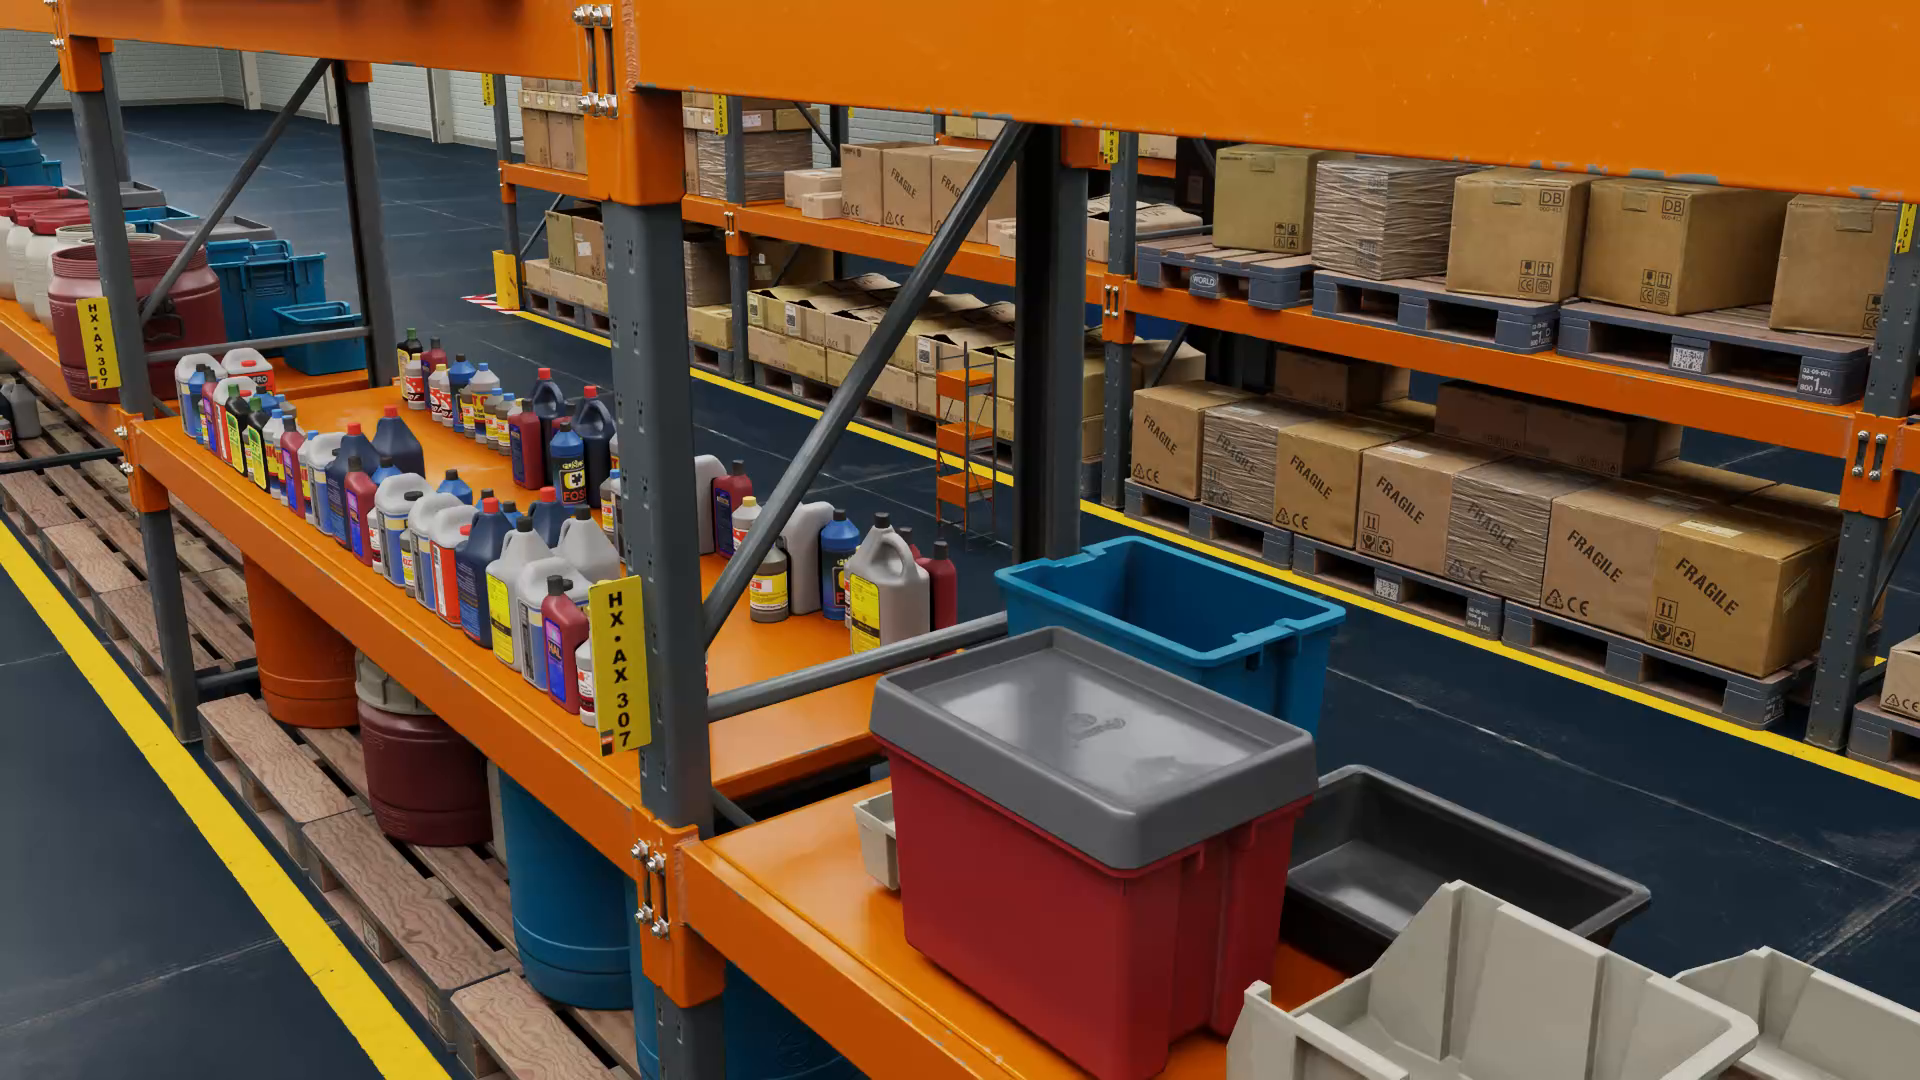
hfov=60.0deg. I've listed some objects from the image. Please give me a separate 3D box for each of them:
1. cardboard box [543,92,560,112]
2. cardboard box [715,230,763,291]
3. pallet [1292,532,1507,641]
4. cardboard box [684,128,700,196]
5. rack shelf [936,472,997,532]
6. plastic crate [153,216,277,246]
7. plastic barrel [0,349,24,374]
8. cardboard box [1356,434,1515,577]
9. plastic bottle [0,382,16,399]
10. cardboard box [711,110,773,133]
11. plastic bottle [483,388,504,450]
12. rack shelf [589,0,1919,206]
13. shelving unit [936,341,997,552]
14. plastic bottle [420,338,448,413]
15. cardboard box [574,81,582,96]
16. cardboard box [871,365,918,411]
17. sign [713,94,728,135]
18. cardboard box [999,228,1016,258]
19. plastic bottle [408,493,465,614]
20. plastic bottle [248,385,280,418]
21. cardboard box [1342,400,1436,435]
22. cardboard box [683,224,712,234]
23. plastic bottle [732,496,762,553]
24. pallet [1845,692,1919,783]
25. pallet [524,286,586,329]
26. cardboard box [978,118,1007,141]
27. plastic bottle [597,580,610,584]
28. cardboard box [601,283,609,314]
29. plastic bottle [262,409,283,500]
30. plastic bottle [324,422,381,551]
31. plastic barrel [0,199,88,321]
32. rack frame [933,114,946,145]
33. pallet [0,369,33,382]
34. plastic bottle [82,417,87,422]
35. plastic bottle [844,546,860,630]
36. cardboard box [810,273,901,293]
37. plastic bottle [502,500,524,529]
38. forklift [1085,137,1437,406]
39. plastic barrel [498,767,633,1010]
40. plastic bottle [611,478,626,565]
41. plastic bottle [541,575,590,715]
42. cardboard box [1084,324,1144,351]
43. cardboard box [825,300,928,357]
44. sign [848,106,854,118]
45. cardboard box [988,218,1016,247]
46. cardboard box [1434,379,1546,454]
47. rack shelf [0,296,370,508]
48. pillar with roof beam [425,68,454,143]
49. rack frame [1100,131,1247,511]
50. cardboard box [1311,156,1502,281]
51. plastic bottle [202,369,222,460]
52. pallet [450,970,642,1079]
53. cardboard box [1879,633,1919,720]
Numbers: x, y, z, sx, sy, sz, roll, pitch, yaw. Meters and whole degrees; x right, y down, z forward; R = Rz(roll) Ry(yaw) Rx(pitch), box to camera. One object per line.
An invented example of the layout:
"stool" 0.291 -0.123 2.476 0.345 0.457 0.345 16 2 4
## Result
"cardboard box" -3.344 -3.762 14.262 0.380 0.149 0.250 -14 23 -36
"cardboard box" -1.614 -2.233 13.349 0.500 0.500 0.500 -14 23 -36
"pallet" 2.416 0.115 8.180 1.003 0.211 1.213 -14 23 -36
"cardboard box" -1.868 -2.971 12.903 0.700 0.500 0.500 -14 23 -37
"rack shelf" 0.033 -0.211 8.748 0.215 0.259 0.240 -14 23 -36
"plastic crate" -3.420 -1.223 7.683 0.402 0.464 0.583 -14 23 -36
"plastic barrel" -6.844 -1.454 11.771 0.421 0.512 0.421 0 18 0
"cardboard box" 2.252 -0.175 7.896 0.500 0.500 0.500 -15 23 -38
"plastic bottle" -5.785 -0.821 10.204 0.152 0.276 0.135 -14 23 -36
"cardboard box" -1.592 -3.067 12.162 0.380 0.149 0.250 -14 23 -36
"plastic bottle" -1.568 -0.415 5.661 0.097 0.201 0.097 0 18 0
"rack shelf" 1.069 -0.339 1.487 1.077 0.370 4.000 -14 23 -36
"shelving unit" 0.033 -0.485 8.658 0.215 1.050 0.252 -14 23 -36
"plastic bottle" -1.928 -0.606 6.107 0.061 0.283 0.133 -14 23 -36
"cardboard box" -2.782 -3.952 13.803 0.700 0.500 0.500 -14 23 -36
"cardboard box" -0.244 -1.054 10.979 0.500 0.250 0.500 -13 23 -35
"sign" -1.689 -3.026 11.727 0.100 0.325 0.005 -14 23 -36
"cardboard box" 0.453 -1.749 9.773 0.380 0.149 0.250 -14 23 -36
"plastic bottle" -1.295 0.028 4.203 0.152 0.276 0.135 -14 23 -36
"plastic bottle" -2.256 -0.368 5.407 0.097 0.271 0.097 0 18 0
"cardboard box" 2.314 -0.411 8.608 0.500 0.500 0.500 -15 24 -38
"cardboard box" -2.329 -2.256 13.417 0.500 0.500 0.500 -14 23 -36
"plastic bottle" -0.561 -0.015 4.453 0.097 0.201 0.097 0 18 0
"pallet" 4.138 0.778 6.177 1.003 0.211 1.213 -14 23 -36
"pallet" -3.231 -2.168 15.074 1.003 0.211 1.213 -14 23 -36
"cardboard box" 0.530 -4.271 17.195 0.500 0.250 0.500 -15 23 -38
"plastic bottle" -0.812 0.192 3.827 0.097 0.201 0.097 0 18 0
"cardboard box" -2.650 -2.021 13.899 0.500 0.250 0.500 -14 23 -36
"plastic bottle" -2.078 -0.266 5.100 0.097 0.271 0.097 0 18 0
"plastic bottle" -1.684 -0.160 4.652 0.144 0.351 0.185 -14 23 -36
"plastic barrel" -4.263 -1.326 7.878 0.433 0.535 0.433 0 18 0
"rack frame" 0.142 -4.640 18.103 1.000 3.000 0.127 -14 23 -36
"pallet" -7.040 -1.172 12.065 1.003 0.211 1.213 -14 23 -36
"plastic bottle" -5.429 -0.924 10.394 0.144 0.351 0.185 -14 23 -36
"plastic bottle" -0.235 0.114 4.063 0.097 0.201 0.097 0 18 0
"cardboard box" -0.779 -1.803 12.349 0.500 0.311 0.500 -14 23 -36
"plastic bottle" -1.125 0.035 4.191 0.097 0.271 0.097 0 18 0
"forklift" 2.200 -2.207 10.864 1.130 2.935 3.031 -15 23 -38
"plastic barrel" -0.937 0.736 4.539 0.600 0.901 0.708 -14 23 -36
"plastic bottle" -0.856 -0.077 4.521 0.152 0.276 0.135 -14 23 -36
"plastic bottle" -0.851 0.224 3.600 0.061 0.283 0.133 -14 23 -36
"cardboard box" 0.801 -1.175 10.454 0.500 0.311 0.500 -15 23 -37
"cardboard box" -0.565 -1.445 11.267 0.500 0.311 0.500 -15 23 -38
"sign" -0.836 -3.307 12.361 0.100 0.325 0.005 -14 23 -36
"cardboard box" 0.393 -1.885 10.182 0.380 0.149 0.250 -12 22 -32
"cardboard box" 2.670 -0.630 8.077 0.500 0.250 0.500 -15 23 -37
"rack shelf" -3.899 -0.886 7.911 1.077 0.370 4.000 -14 23 -36
"pillar with roof beam" -13.296 -11.079 28.006 9.100 9.000 0.400 -14 23 -36
"rack frame" 1.229 -1.701 9.227 1.000 3.000 0.127 -14 23 -36
"cardboard box" 2.126 -1.552 7.950 0.700 0.500 0.500 -9 20 -26
"plastic bottle" -2.473 -0.420 5.544 0.061 0.283 0.133 -14 23 -36
"pallet" -0.620 1.376 4.371 1.003 0.211 1.213 -14 23 -36
"cardboard box" 3.803 0.498 6.164 0.500 0.311 0.500 -14 23 -36
